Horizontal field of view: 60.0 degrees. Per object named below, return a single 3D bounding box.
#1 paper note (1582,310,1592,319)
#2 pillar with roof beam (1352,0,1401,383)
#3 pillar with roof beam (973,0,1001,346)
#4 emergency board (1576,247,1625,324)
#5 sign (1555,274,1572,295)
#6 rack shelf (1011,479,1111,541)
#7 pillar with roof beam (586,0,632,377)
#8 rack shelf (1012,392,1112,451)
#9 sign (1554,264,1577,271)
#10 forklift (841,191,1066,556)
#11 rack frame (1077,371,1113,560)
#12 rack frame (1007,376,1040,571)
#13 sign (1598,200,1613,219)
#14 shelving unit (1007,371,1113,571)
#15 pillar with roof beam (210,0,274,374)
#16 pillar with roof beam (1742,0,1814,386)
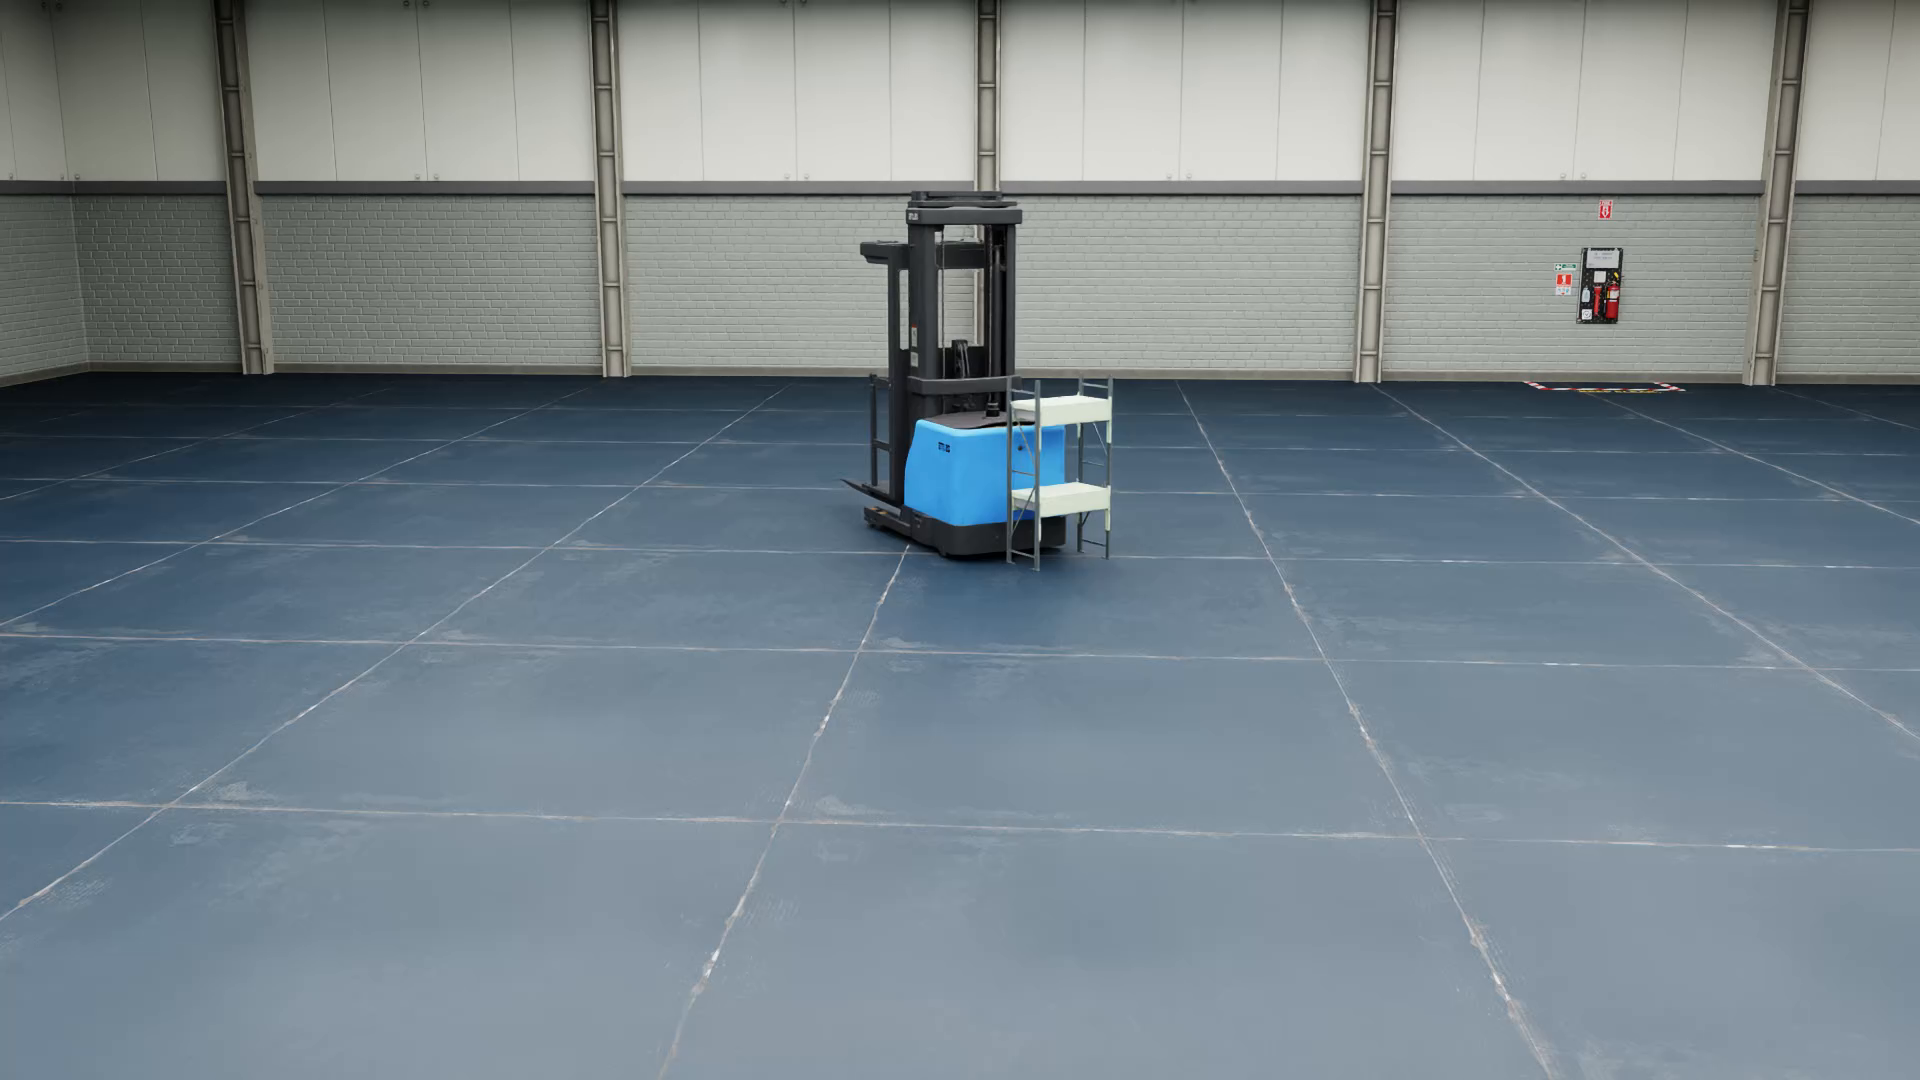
[{"bbox_3d":[9.761,-3.514,25.892,0.142,0.148,0.016,1,12,4],"label":"paper note"},{"bbox_3d":[6.122,-6.026,21.097,0.400,9.000,9.100,1,12,4],"label":"pillar with roof beam"},{"bbox_3d":[0.136,-6.108,21.490,0.400,9.000,9.100,1,12,4],"label":"pillar with roof beam"},{"bbox_3d":[9.933,-3.928,25.722,0.643,1.169,0.194,1,12,4],"label":"emergency board"},{"bbox_3d":[9.388,-3.975,25.856,0.234,0.329,0.001,1,12,4],"label":"sign"},{"bbox_3d":[0.797,-0.247,13.367,0.720,0.370,0.431,-8,14,-34],"label":"rack shelf"},{"bbox_3d":[-5.851,-6.190,21.882,0.400,9.000,9.100,1,12,4],"label":"pillar with roof beam"},{"bbox_3d":[0.794,-0.949,13.225,0.720,0.370,0.431,-8,14,-34],"label":"rack shelf"},{"bbox_3d":[9.392,-4.232,25.792,0.331,0.109,0.001,1,12,4],"label":"sign"},{"bbox_3d":[-0.203,-1.561,14.572,1.130,2.935,3.031,-5,13,-24],"label":"forklift"},{"bbox_3d":[1.095,-0.609,13.509,0.023,1.500,0.400,-8,14,-34],"label":"rack frame"},{"bbox_3d":[0.497,-0.523,13.096,0.023,1.500,0.400,-8,14,-34],"label":"rack frame"},{"bbox_3d":[9.932,-5.084,25.583,0.199,0.298,0.001,1,12,4],"label":"sign"},{"bbox_3d":[0.796,-0.566,13.303,0.755,1.500,0.431,-8,14,-34],"label":"shelving unit"},{"bbox_3d":[-11.838,-6.272,22.275,0.400,9.000,9.100,1,12,4],"label":"pillar with roof beam"},{"bbox_3d":[12.109,-5.944,20.705,0.400,9.000,9.100,1,12,4],"label":"pillar with roof beam"}]
